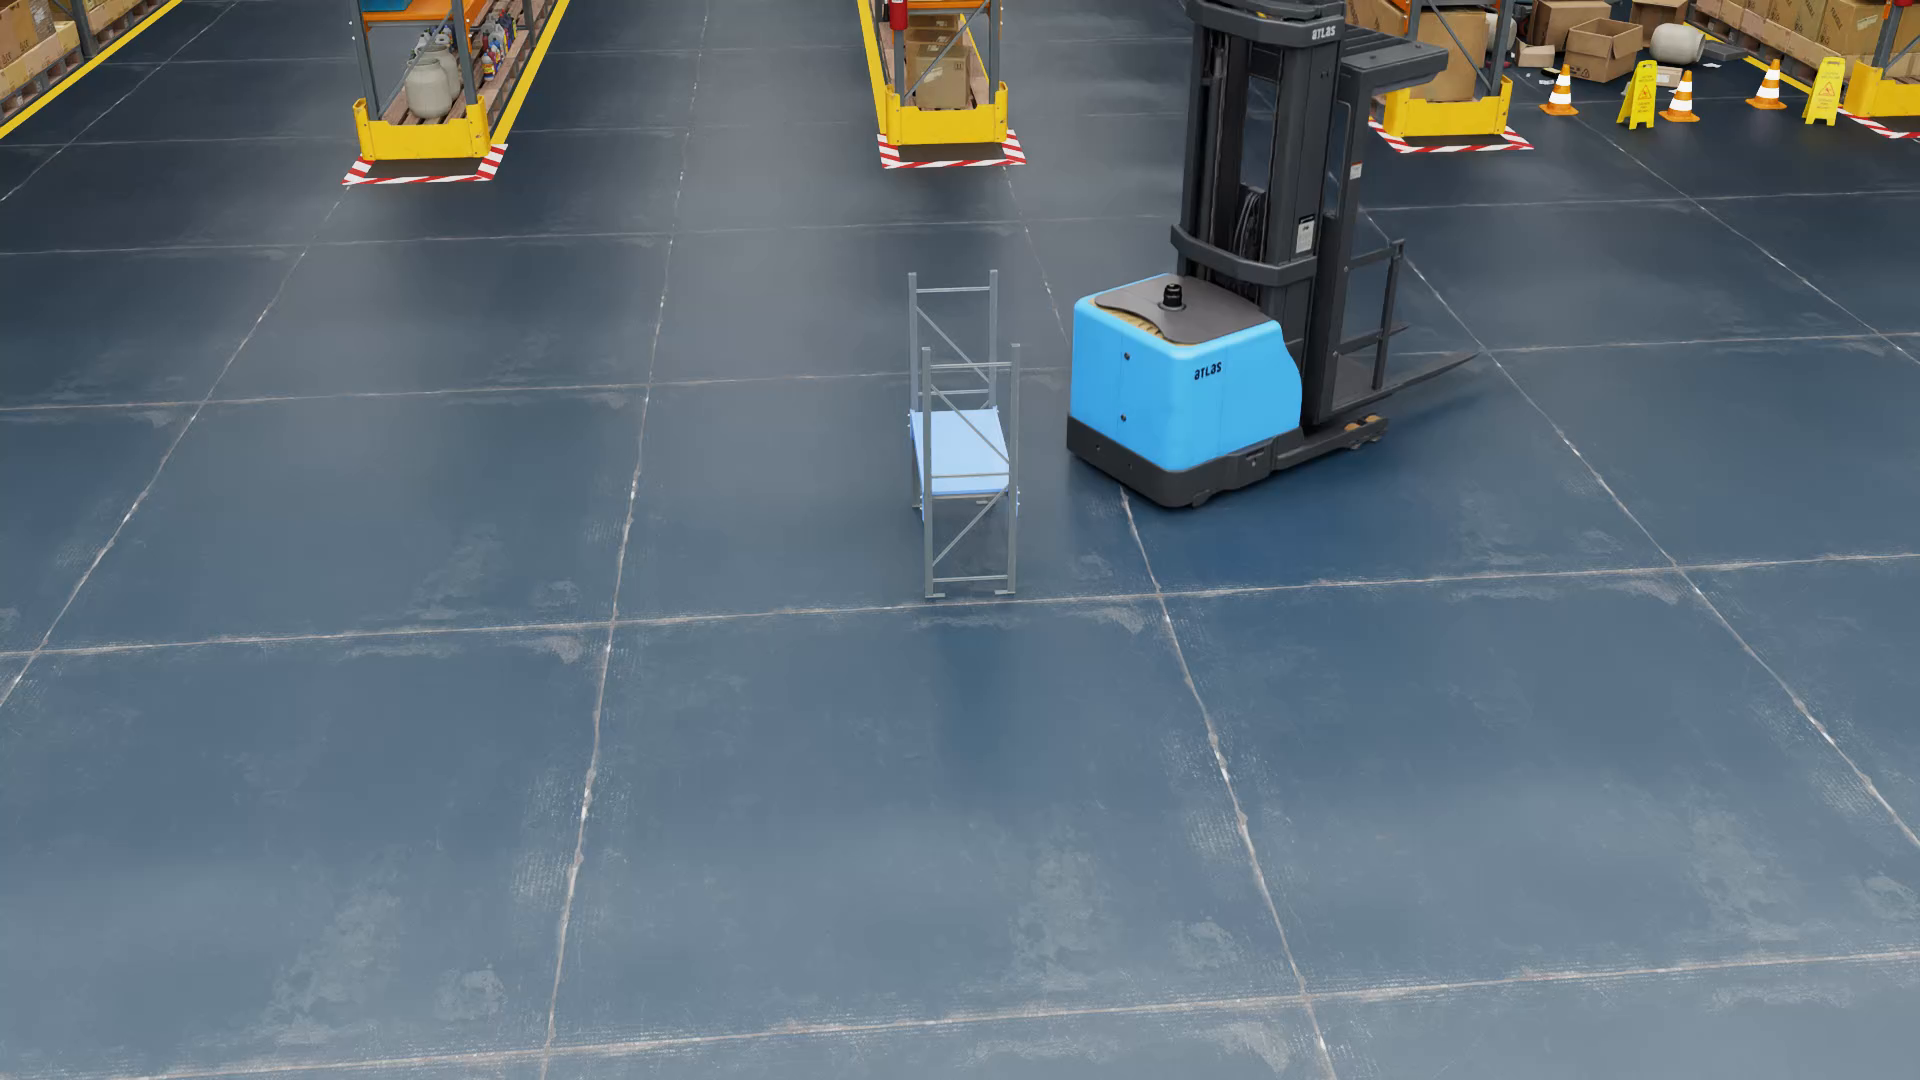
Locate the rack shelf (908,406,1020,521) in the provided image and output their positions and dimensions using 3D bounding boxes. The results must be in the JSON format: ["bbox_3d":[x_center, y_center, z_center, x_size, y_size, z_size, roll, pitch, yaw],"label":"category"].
[{"bbox_3d":[0.008,-0.446,9.385,0.538,0.185,1.000,-3,31,-5],"label":"rack shelf"}]

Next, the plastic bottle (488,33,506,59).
[{"bbox_3d":[-5.026,-5.366,18.036,0.152,0.276,0.135,-2,31,-4],"label":"plastic bottle"}]

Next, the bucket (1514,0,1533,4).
[{"bbox_3d":[6.755,-6.719,19.784,0.726,0.611,0.620,8,22,13],"label":"bucket"}]

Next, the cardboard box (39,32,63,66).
[{"bbox_3d":[-10.066,-5.290,17.954,0.500,0.250,0.500,-3,31,-5],"label":"cardboard box"}]

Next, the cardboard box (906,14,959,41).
[{"bbox_3d":[-0.306,-5.541,18.130,0.500,0.500,0.500,-5,31,-9],"label":"cardboard box"}]

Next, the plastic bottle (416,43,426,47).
[{"bbox_3d":[-5.676,-5.103,17.595,0.152,0.276,0.135,-4,31,-6],"label":"plastic bottle"}]

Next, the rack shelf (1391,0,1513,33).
[{"bbox_3d":[4.634,-6.101,17.741,1.077,0.370,4.000,-3,31,-5],"label":"rack shelf"}]

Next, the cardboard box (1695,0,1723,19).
[{"bbox_3d":[9.152,-6.406,19.821,0.500,0.250,0.500,-4,31,-7],"label":"cardboard box"}]

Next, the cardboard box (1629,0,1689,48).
[{"bbox_3d":[8.111,-6.036,19.365,0.500,0.500,0.500,20,36,29],"label":"cardboard box"}]

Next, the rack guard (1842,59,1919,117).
[{"bbox_3d":[9.732,-4.643,17.036,1.175,0.500,0.348,-3,31,-5],"label":"rack guard"}]

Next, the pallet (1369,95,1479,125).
[{"bbox_3d":[4.668,-4.596,17.239,1.003,0.211,1.213,-3,31,-5],"label":"pallet"}]

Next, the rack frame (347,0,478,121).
[{"bbox_3d":[-5.059,-4.966,15.138,1.000,3.000,0.127,-3,31,-5],"label":"rack frame"}]

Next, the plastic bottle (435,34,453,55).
[{"bbox_3d":[-5.567,-5.302,17.928,0.152,0.276,0.135,-3,31,-5],"label":"plastic bottle"}]

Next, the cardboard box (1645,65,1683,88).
[{"bbox_3d":[7.606,-5.026,18.019,0.380,0.149,0.250,13,33,21],"label":"cardboard box"}]

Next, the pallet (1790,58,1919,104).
[{"bbox_3d":[9.692,-4.936,17.808,1.003,0.211,1.213,-3,31,-5],"label":"pallet"}]

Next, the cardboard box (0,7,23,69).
[{"bbox_3d":[-9.957,-5.102,16.908,0.500,0.500,0.500,-3,31,-5],"label":"cardboard box"}]

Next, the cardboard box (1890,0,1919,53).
[{"bbox_3d":[9.937,-5.437,17.468,0.500,0.500,0.500,-4,31,-6],"label":"cardboard box"}]

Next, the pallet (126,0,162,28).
[{"bbox_3d":[-10.589,-6.574,20.550,1.003,0.211,1.213,-3,31,-5],"label":"pallet"}]

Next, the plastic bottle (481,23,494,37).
[{"bbox_3d":[-5.212,-5.595,18.418,0.152,0.276,0.135,-3,31,-5],"label":"plastic bottle"}]

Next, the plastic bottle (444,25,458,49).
[{"bbox_3d":[-5.626,-5.634,18.412,0.144,0.351,0.185,-3,31,-5],"label":"plastic bottle"}]

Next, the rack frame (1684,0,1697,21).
[{"bbox_3d":[9.366,-7.720,19.750,1.000,3.000,0.127,-3,31,-5],"label":"rack frame"}]

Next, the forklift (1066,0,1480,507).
[{"bbox_3d":[2.170,-2.043,10.313,3.031,2.935,1.130,-20,36,-30],"label":"forklift"}]

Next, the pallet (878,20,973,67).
[{"bbox_3d":[-0.403,-5.707,19.098,1.003,0.211,1.213,-3,31,-5],"label":"pallet"}]

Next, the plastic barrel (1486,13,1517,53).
[{"bbox_3d":[6.080,-5.820,19.080,0.512,0.421,0.421,20,36,29],"label":"plastic barrel"}]

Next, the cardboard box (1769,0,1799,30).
[{"bbox_3d":[9.313,-5.920,18.277,0.500,0.500,0.500,-3,31,-6],"label":"cardboard box"}]

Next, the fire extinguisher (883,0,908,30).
[{"bbox_3d":[-0.575,-5.089,15.421,0.296,0.674,0.183,-3,31,-5],"label":"fire extinguisher"}]

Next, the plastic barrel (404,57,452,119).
[{"bbox_3d":[-5.196,-4.410,16.225,0.421,0.512,0.421,0,31,0],"label":"plastic barrel"}]

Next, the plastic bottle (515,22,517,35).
[{"bbox_3d":[-5.088,-5.825,18.877,0.097,0.201,0.097,0,31,0],"label":"plastic bottle"}]

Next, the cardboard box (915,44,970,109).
[{"bbox_3d":[-0.169,-4.630,16.604,0.500,0.500,0.500,3,31,5],"label":"cardboard box"}]

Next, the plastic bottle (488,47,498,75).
[{"bbox_3d":[-4.921,-5.045,17.492,0.061,0.283,0.133,-2,31,-4],"label":"plastic bottle"}]

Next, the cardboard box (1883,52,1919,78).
[{"bbox_3d":[9.939,-5.103,17.640,0.500,0.250,0.500,-3,31,-5],"label":"cardboard box"}]

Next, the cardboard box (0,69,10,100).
[{"bbox_3d":[-9.916,-4.525,16.672,0.500,0.250,0.500,-3,31,-5],"label":"cardboard box"}]

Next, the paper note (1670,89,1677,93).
[{"bbox_3d":[7.669,-4.790,17.740,0.148,0.019,0.142,-14,33,-22],"label":"paper note"}]

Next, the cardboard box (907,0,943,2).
[{"bbox_3d":[-0.359,-5.231,15.827,0.380,0.149,0.250,-3,31,-5],"label":"cardboard box"}]

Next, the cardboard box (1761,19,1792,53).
[{"bbox_3d":[9.301,-5.609,18.488,0.500,0.250,0.500,-4,31,-6],"label":"cardboard box"}]

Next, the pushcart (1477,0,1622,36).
[{"bbox_3d":[7.100,-6.459,20.196,1.648,0.377,0.936,-14,33,-22],"label":"pushcart"}]

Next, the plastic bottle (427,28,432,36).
[{"bbox_3d":[-5.778,-5.416,18.112,0.061,0.283,0.133,-1,31,-2],"label":"plastic bottle"}]

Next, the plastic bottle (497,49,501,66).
[{"bbox_3d":[-4.968,-5.170,17.781,0.097,0.201,0.097,0,31,0],"label":"plastic bottle"}]

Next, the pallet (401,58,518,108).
[{"bbox_3d":[-5.294,-4.842,17.650,1.003,0.211,1.213,-3,31,-5],"label":"pallet"}]

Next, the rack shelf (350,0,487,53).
[{"bbox_3d":[-5.245,-5.678,17.032,1.077,0.370,4.000,-3,31,-5],"label":"rack shelf"}]

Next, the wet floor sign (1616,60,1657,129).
[{"bbox_3d":[6.795,-4.458,16.585,0.267,0.644,0.232,-8,32,-13],"label":"wet floor sign"}]

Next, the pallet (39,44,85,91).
[{"bbox_3d":[-10.332,-5.167,18.195,1.003,0.211,1.213,-3,31,-5],"label":"pallet"}]

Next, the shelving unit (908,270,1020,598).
[{"bbox_3d":[0.008,-0.600,9.292,0.538,1.500,1.048,-3,31,-5],"label":"shelving unit"}]

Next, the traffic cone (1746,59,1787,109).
[{"bbox_3d":[8.415,-4.746,17.245,0.336,0.463,0.334,-3,31,-5],"label":"traffic cone"}]

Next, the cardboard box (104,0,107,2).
[{"bbox_3d":[-10.196,-6.492,19.418,0.500,0.311,0.500,-3,31,-5],"label":"cardboard box"}]

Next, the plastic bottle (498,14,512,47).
[{"bbox_3d":[-5.067,-5.647,18.432,0.144,0.351,0.185,-4,31,-7],"label":"plastic bottle"}]

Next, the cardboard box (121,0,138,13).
[{"bbox_3d":[-10.253,-6.516,20.005,0.500,0.250,0.500,-4,31,-6],"label":"cardboard box"}]

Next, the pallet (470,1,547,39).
[{"bbox_3d":[-5.544,-6.210,19.941,1.003,0.211,1.213,-3,31,-5],"label":"pallet"}]
